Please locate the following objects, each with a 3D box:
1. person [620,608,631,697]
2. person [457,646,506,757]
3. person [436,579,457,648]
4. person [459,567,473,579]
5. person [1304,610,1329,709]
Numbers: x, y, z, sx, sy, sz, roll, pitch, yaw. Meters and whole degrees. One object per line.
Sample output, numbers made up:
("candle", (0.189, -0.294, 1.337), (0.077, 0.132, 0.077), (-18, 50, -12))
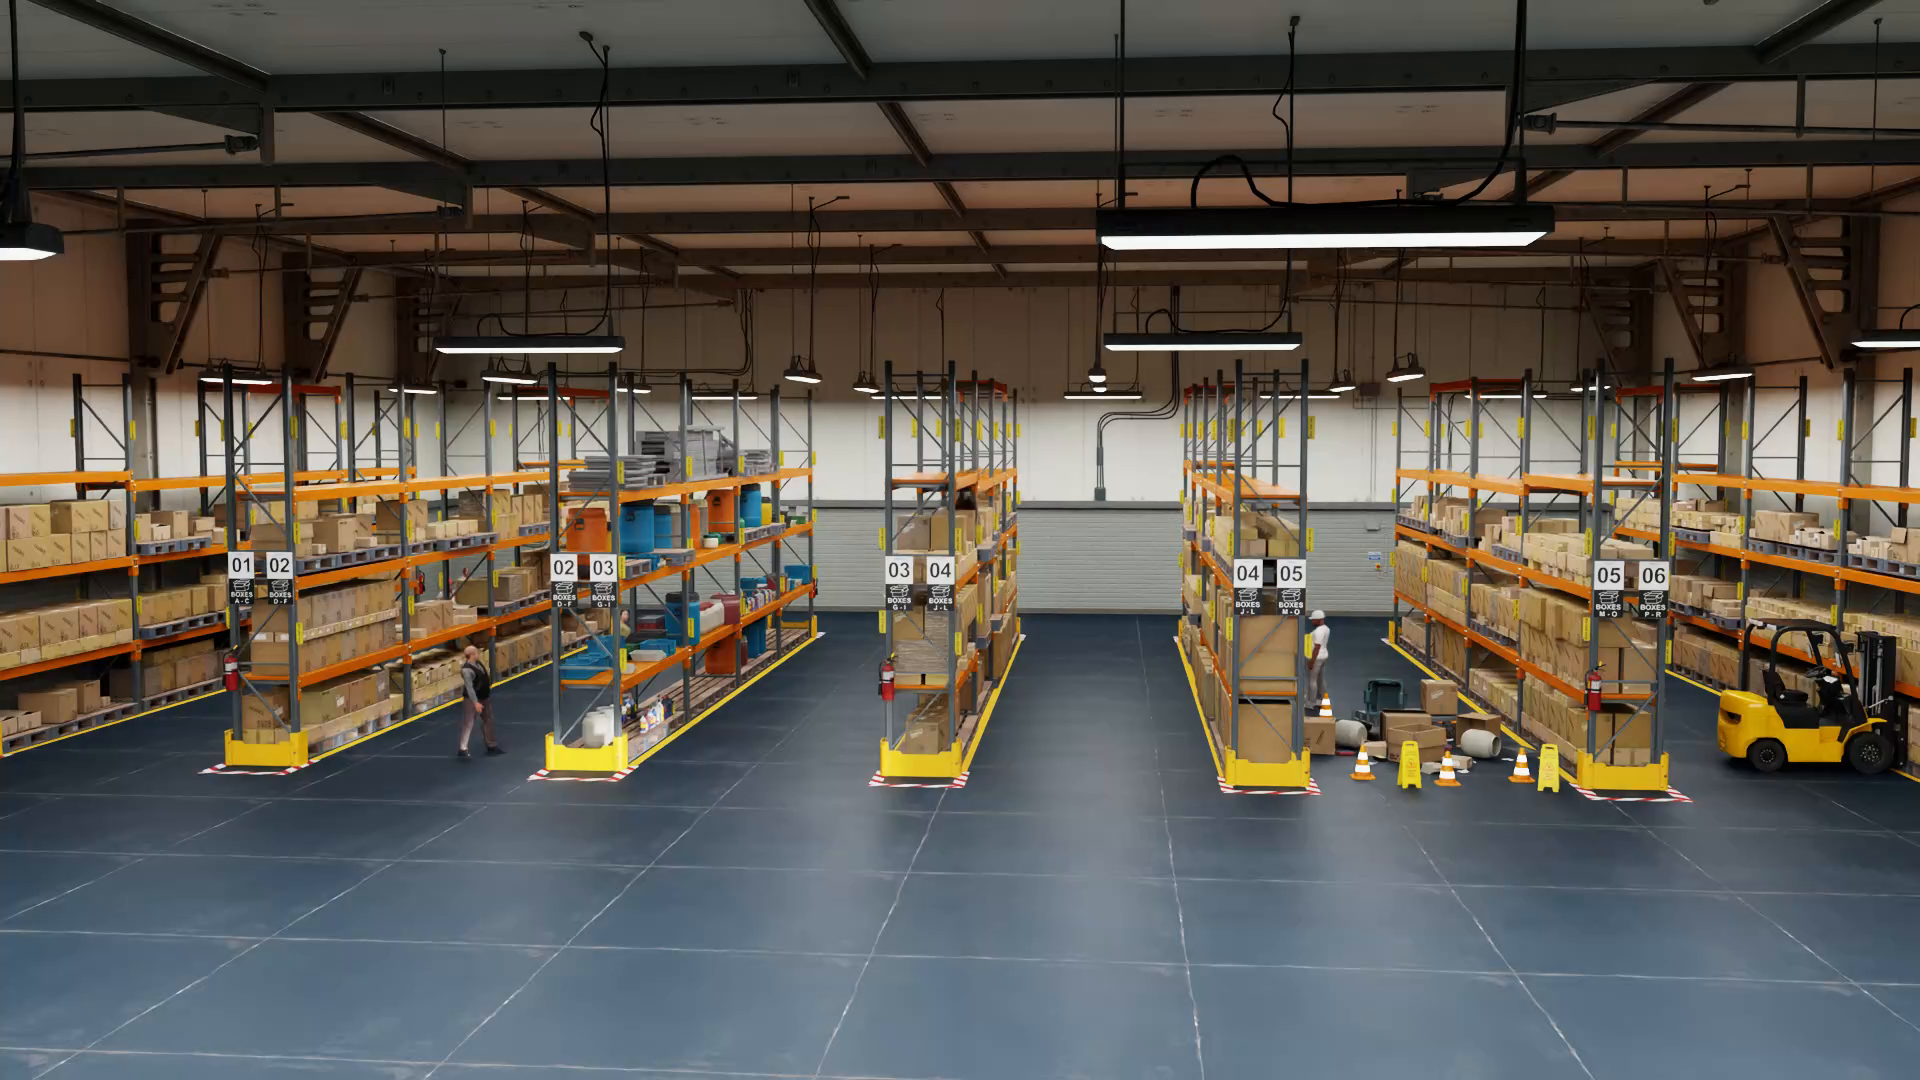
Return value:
("person", (-6.269, 2.105, 31.194), (0.421, 1.670, 0.506), (0, 4, -1))
("person", (-7.413, 2.462, 25.579), (0.544, 1.707, 0.663), (1, 4, 17))
("person", (-11.206, 1.720, 36.364), (0.503, 1.749, 0.994), (0, 4, 5))
("person", (-12.522, 1.460, 42.137), (0.394, 1.516, 0.932), (-1, 4, -8))
("person", (6.417, 2.152, 30.019), (0.468, 1.778, 0.633), (2, 4, 33))
